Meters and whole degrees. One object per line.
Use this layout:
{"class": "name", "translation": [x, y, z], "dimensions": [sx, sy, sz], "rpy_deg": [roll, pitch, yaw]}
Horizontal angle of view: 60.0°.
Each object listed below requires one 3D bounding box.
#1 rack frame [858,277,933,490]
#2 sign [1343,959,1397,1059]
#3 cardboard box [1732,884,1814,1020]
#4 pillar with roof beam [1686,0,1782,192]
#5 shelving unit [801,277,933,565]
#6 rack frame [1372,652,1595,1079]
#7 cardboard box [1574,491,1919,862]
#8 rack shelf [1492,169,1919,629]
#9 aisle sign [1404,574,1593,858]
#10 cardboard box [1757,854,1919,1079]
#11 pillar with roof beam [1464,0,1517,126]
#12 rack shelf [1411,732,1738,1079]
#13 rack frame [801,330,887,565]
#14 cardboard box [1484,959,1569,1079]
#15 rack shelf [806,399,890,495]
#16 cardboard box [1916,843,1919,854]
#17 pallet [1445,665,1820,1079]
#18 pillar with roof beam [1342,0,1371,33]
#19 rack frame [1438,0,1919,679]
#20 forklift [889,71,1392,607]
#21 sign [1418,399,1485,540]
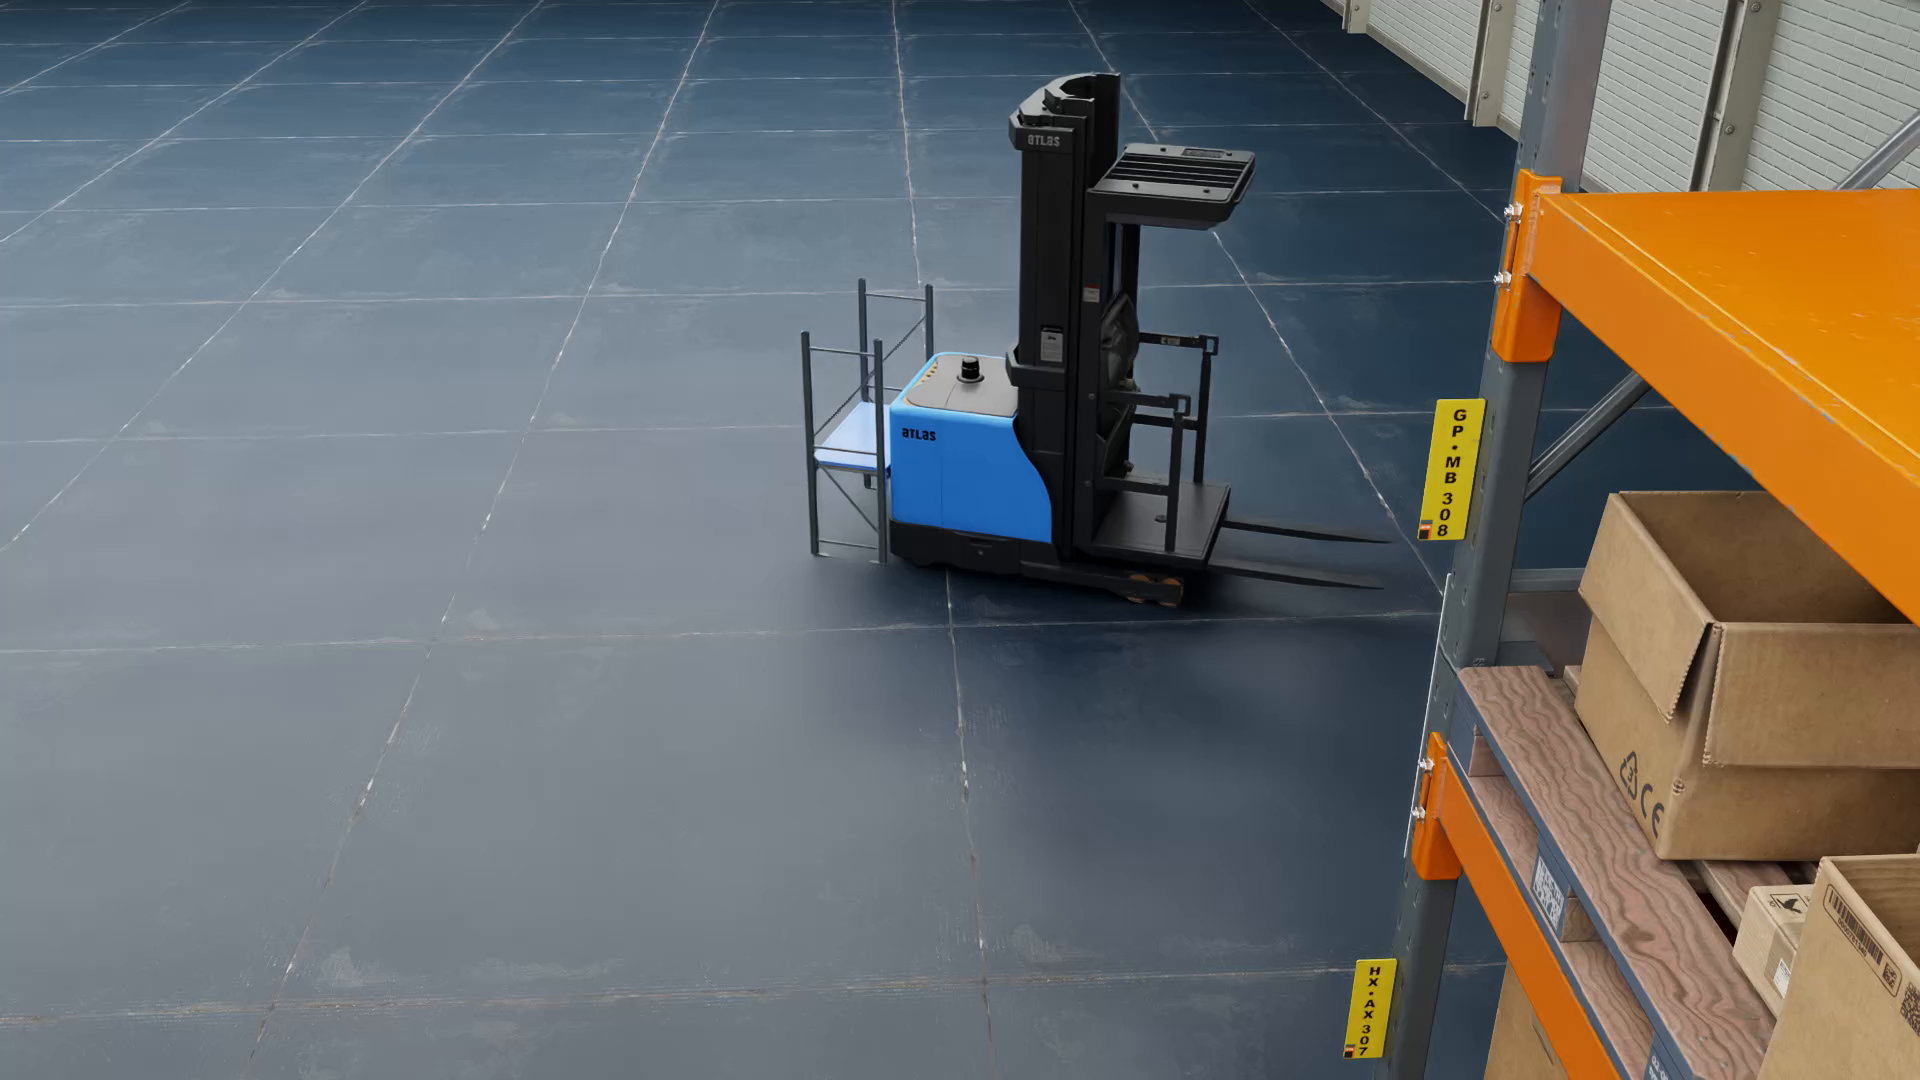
{"class": "rack frame", "translation": [-0.417, -0.996, 11.038], "dimensions": [0.500, 1.500, 0.032], "rpy_deg": [8, 29, 14]}
{"class": "sign", "translation": [1.036, 1.188, 4.207], "dimensions": [0.100, 0.325, 0.005], "rpy_deg": [-1, 28, -3]}
{"class": "cardboard box", "translation": [1.476, 0.677, 2.631], "dimensions": [0.380, 0.149, 0.250], "rpy_deg": [-1, 28, -3]}
{"class": "pillar with roof beam", "translation": [2.512, -6.320, 13.137], "dimensions": [9.100, 9.000, 0.400], "rpy_deg": [-1, 28, -3]}
{"class": "shelving unit", "translation": [-0.560, -0.770, 10.605], "dimensions": [0.538, 1.500, 1.048], "rpy_deg": [8, 29, 14]}
{"class": "rack frame", "translation": [1.591, 1.596, 4.446], "dimensions": [1.000, 3.000, 0.127], "rpy_deg": [-1, 28, -3]}
{"class": "cardboard box", "translation": [1.617, 0.238, 3.090], "dimensions": [0.797, 0.503, 0.637], "rpy_deg": [0, 28, 1]}
{"class": "rack shelf", "translation": [1.695, 0.356, 1.547], "dimensions": [1.077, 0.370, 4.000], "rpy_deg": [-1, 28, -3]}
{"class": "aisle sign", "translation": [1.282, 0.421, 3.889], "dimensions": [0.394, 0.787, 0.004], "rpy_deg": [-1, 28, -3]}
{"class": "cardboard box", "translation": [1.405, 0.747, 2.116], "dimensions": [0.500, 0.500, 0.500], "rpy_deg": [-1, 28, -3]}
{"class": "pillar with roof beam", "translation": [2.199, -9.091, 18.450], "dimensions": [9.100, 9.000, 0.400], "rpy_deg": [-1, 28, -3]}
{"class": "rack shelf", "translation": [1.695, 1.509, 2.148], "dimensions": [1.077, 0.370, 4.000], "rpy_deg": [-1, 28, -3]}
{"class": "rack frame", "translation": [-0.702, -0.545, 10.172], "dimensions": [0.500, 1.500, 0.032], "rpy_deg": [8, 29, 14]}
{"class": "cardboard box", "translation": [1.605, 1.217, 3.662], "dimensions": [0.700, 0.500, 0.500], "rpy_deg": [-1, 28, -2]}
{"class": "rack shelf", "translation": [-0.560, -0.611, 10.688], "dimensions": [0.538, 0.185, 1.000], "rpy_deg": [8, 29, 14]}
{"class": "cardboard box", "translation": [1.914, 0.610, 2.650], "dimensions": [0.500, 0.250, 0.500], "rpy_deg": [-1, 28, -3]}
{"class": "pallet", "translation": [1.602, 0.633, 3.145], "dimensions": [1.003, 0.211, 1.213], "rpy_deg": [-1, 28, -3]}
{"class": "pillar with roof beam", "translation": [1.886, -11.862, 23.763], "dimensions": [9.100, 9.000, 0.400], "rpy_deg": [-1, 28, -3]}
{"class": "rack frame", "translation": [1.591, -1.064, 3.059], "dimensions": [1.000, 3.000, 0.127], "rpy_deg": [-1, 28, -3]}
{"class": "forklift", "translation": [1.132, -1.172, 9.828], "dimensions": [3.031, 2.935, 1.130], "rpy_deg": [8, 29, 15]}
{"class": "sign", "translation": [1.036, -0.146, 3.511], "dimensions": [0.100, 0.325, 0.005], "rpy_deg": [-1, 28, -3]}
